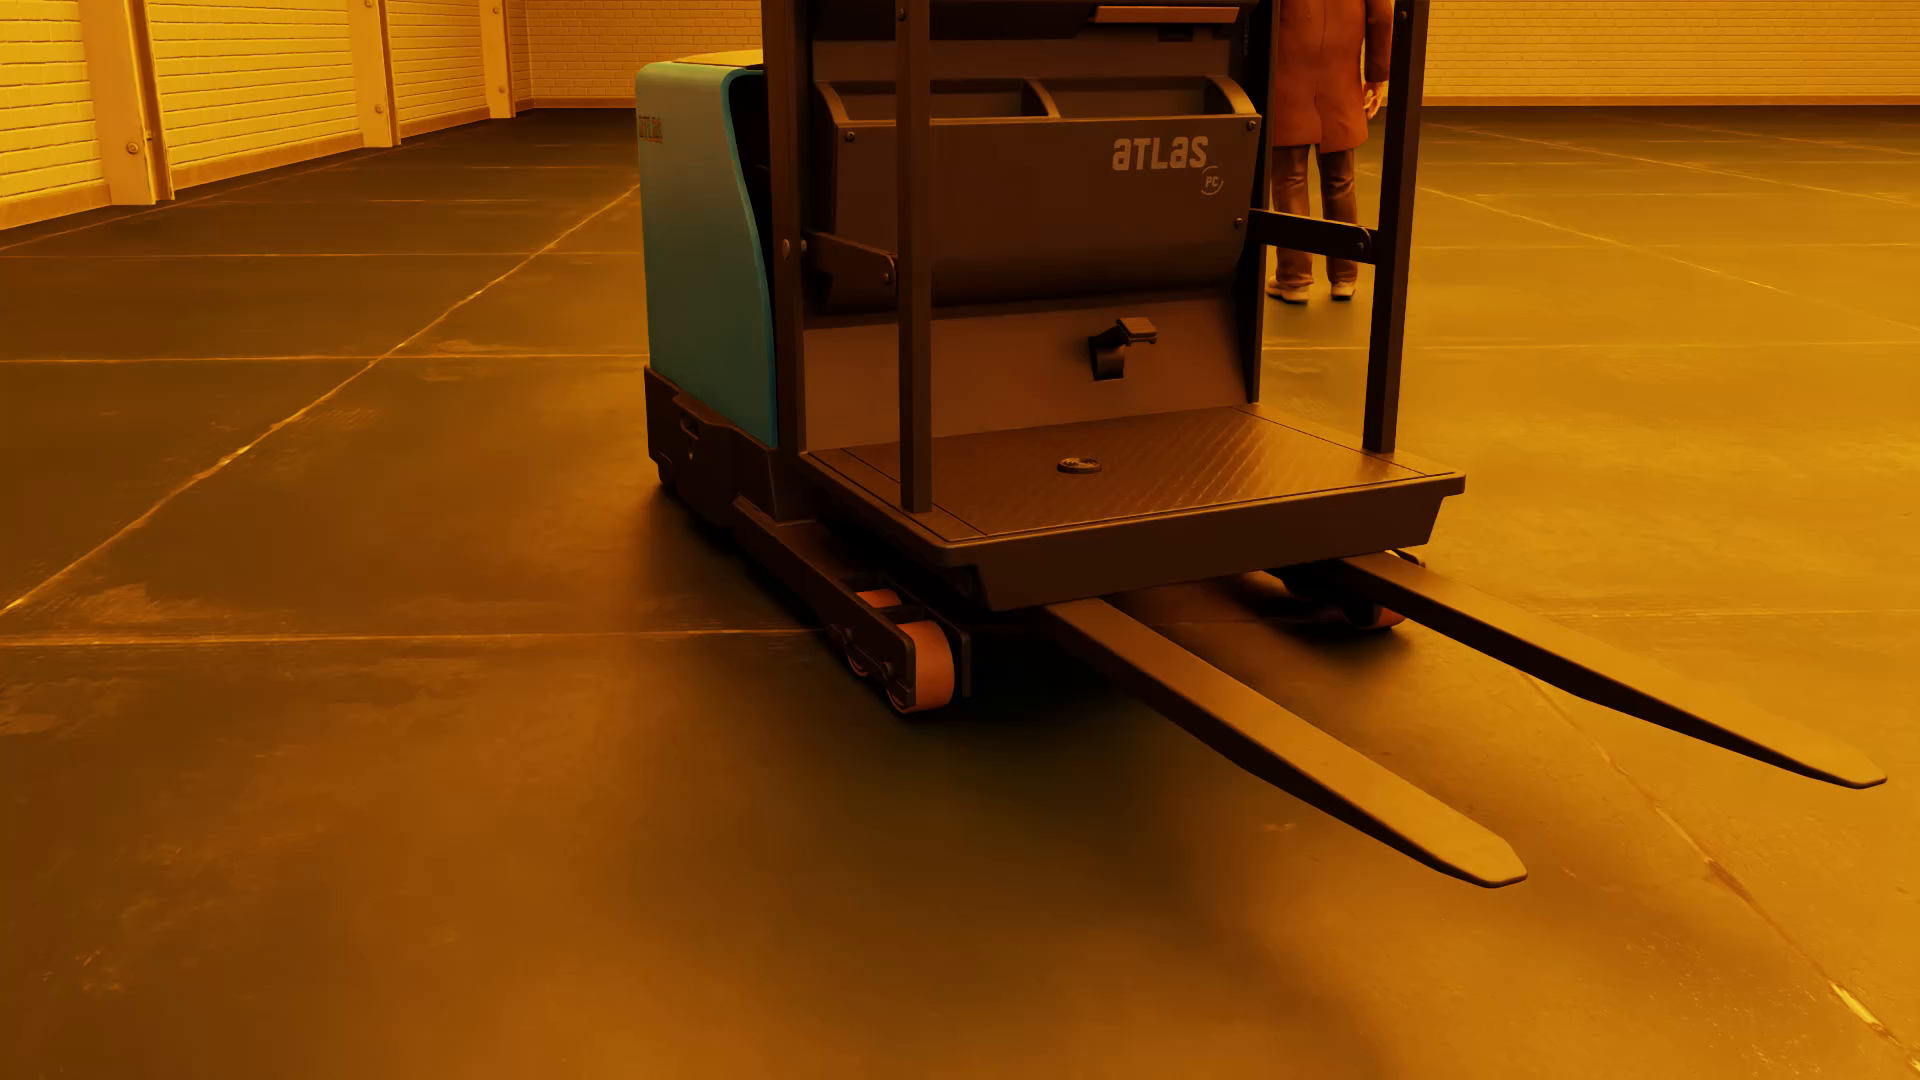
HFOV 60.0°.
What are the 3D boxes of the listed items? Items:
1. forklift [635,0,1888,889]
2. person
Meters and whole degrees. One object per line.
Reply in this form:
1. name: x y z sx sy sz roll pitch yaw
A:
1. forklift: 0.258 -1.240 2.962 1.130 2.935 3.031 -8 19 -24
2. person: 1.495 -1.942 7.201 0.695 1.777 0.580 0 17 0
